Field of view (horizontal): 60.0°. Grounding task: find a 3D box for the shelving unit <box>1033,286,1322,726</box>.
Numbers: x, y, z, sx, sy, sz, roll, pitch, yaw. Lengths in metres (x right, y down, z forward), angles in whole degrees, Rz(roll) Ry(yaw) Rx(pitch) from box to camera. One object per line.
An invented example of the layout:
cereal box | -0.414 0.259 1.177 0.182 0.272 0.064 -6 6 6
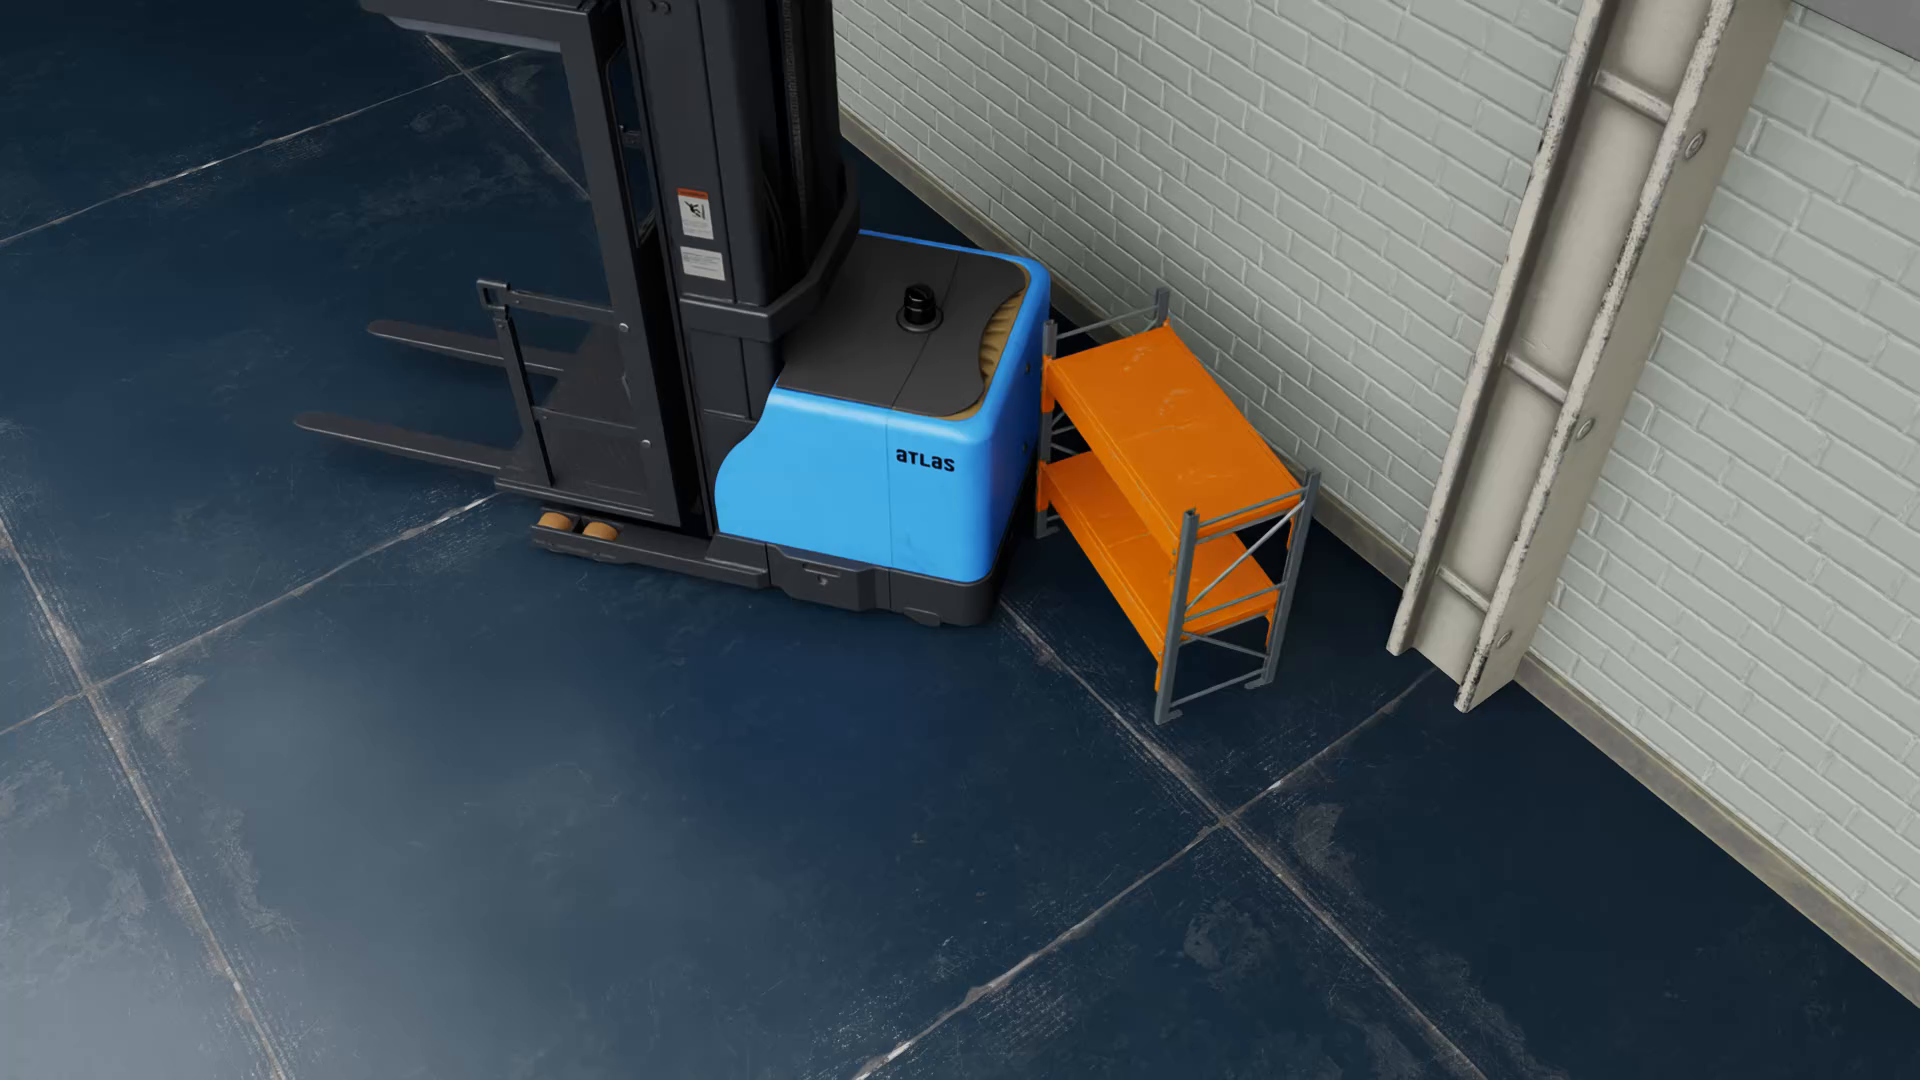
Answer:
shelving unit | 0.740 -0.123 6.101 0.538 1.125 1.048 -18 50 -16

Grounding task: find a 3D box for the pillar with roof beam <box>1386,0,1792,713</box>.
pillar with roof beam | -1.554 -0.632 1.248 9.100 9.000 0.400 -29 54 -24

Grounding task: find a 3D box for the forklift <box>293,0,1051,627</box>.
forklift | -1.220 -1.261 5.914 3.031 2.935 1.130 12 49 10

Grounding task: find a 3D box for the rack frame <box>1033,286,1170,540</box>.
rack frame | 0.532 -0.466 6.412 0.500 1.125 0.032 -18 50 -16

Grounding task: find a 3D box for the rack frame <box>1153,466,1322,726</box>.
rack frame | 0.949 0.221 5.789 0.500 1.125 0.032 -18 50 -16

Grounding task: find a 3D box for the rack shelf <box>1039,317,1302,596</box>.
rack shelf | 0.740 -0.319 5.884 0.538 0.278 1.000 -18 50 -16

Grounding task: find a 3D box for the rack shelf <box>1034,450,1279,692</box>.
rack shelf | 0.740 0.042 6.282 0.538 0.278 1.000 -18 50 -16
